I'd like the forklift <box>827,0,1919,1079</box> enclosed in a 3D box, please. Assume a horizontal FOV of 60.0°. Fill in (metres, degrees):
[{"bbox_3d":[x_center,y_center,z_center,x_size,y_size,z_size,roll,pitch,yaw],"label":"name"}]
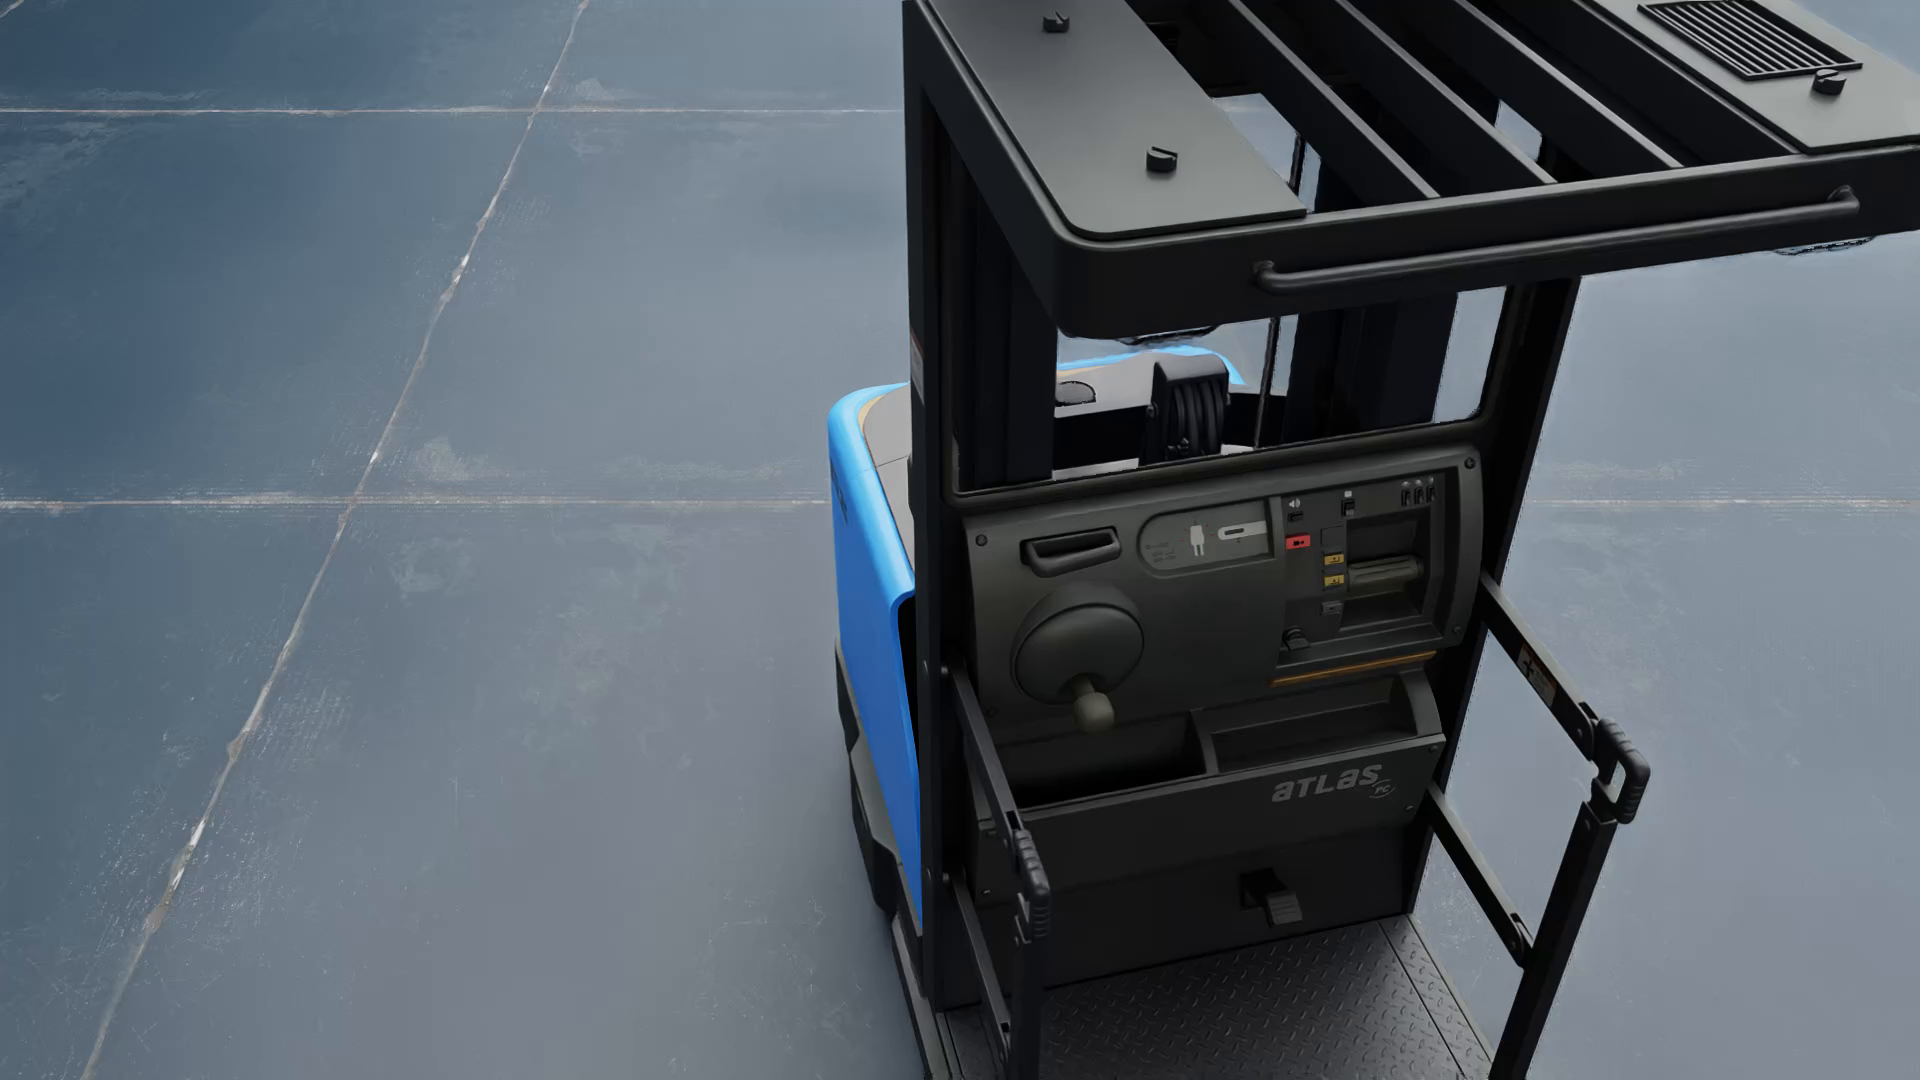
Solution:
[{"bbox_3d":[0.522,0.159,2.708,1.130,2.935,3.031,-9,40,-11],"label":"forklift"}]
